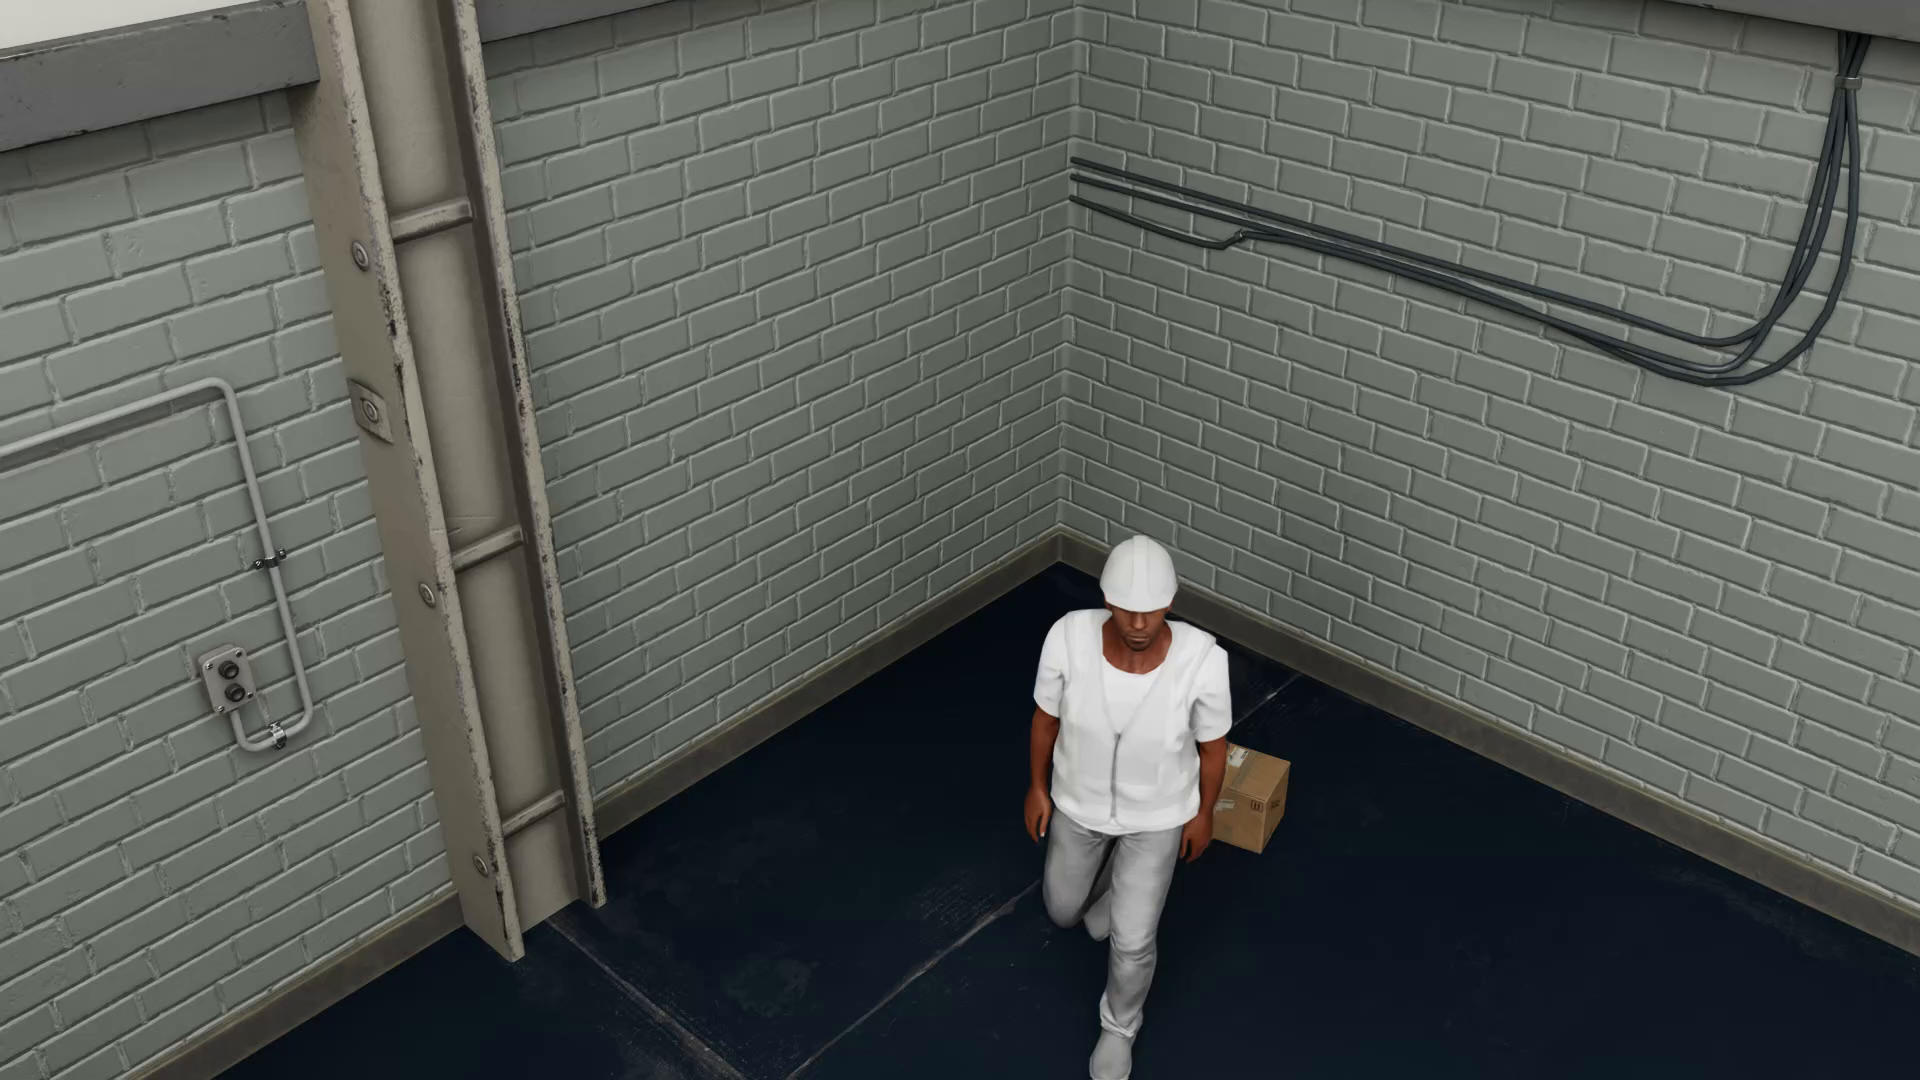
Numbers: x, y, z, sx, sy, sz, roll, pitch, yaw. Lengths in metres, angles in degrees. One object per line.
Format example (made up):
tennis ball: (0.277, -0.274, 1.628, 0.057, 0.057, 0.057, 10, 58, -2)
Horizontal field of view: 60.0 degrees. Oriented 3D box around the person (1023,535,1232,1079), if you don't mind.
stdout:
person: (0.481, 0.733, 4.873, 0.578, 1.749, 0.770, 9, 32, 15)
